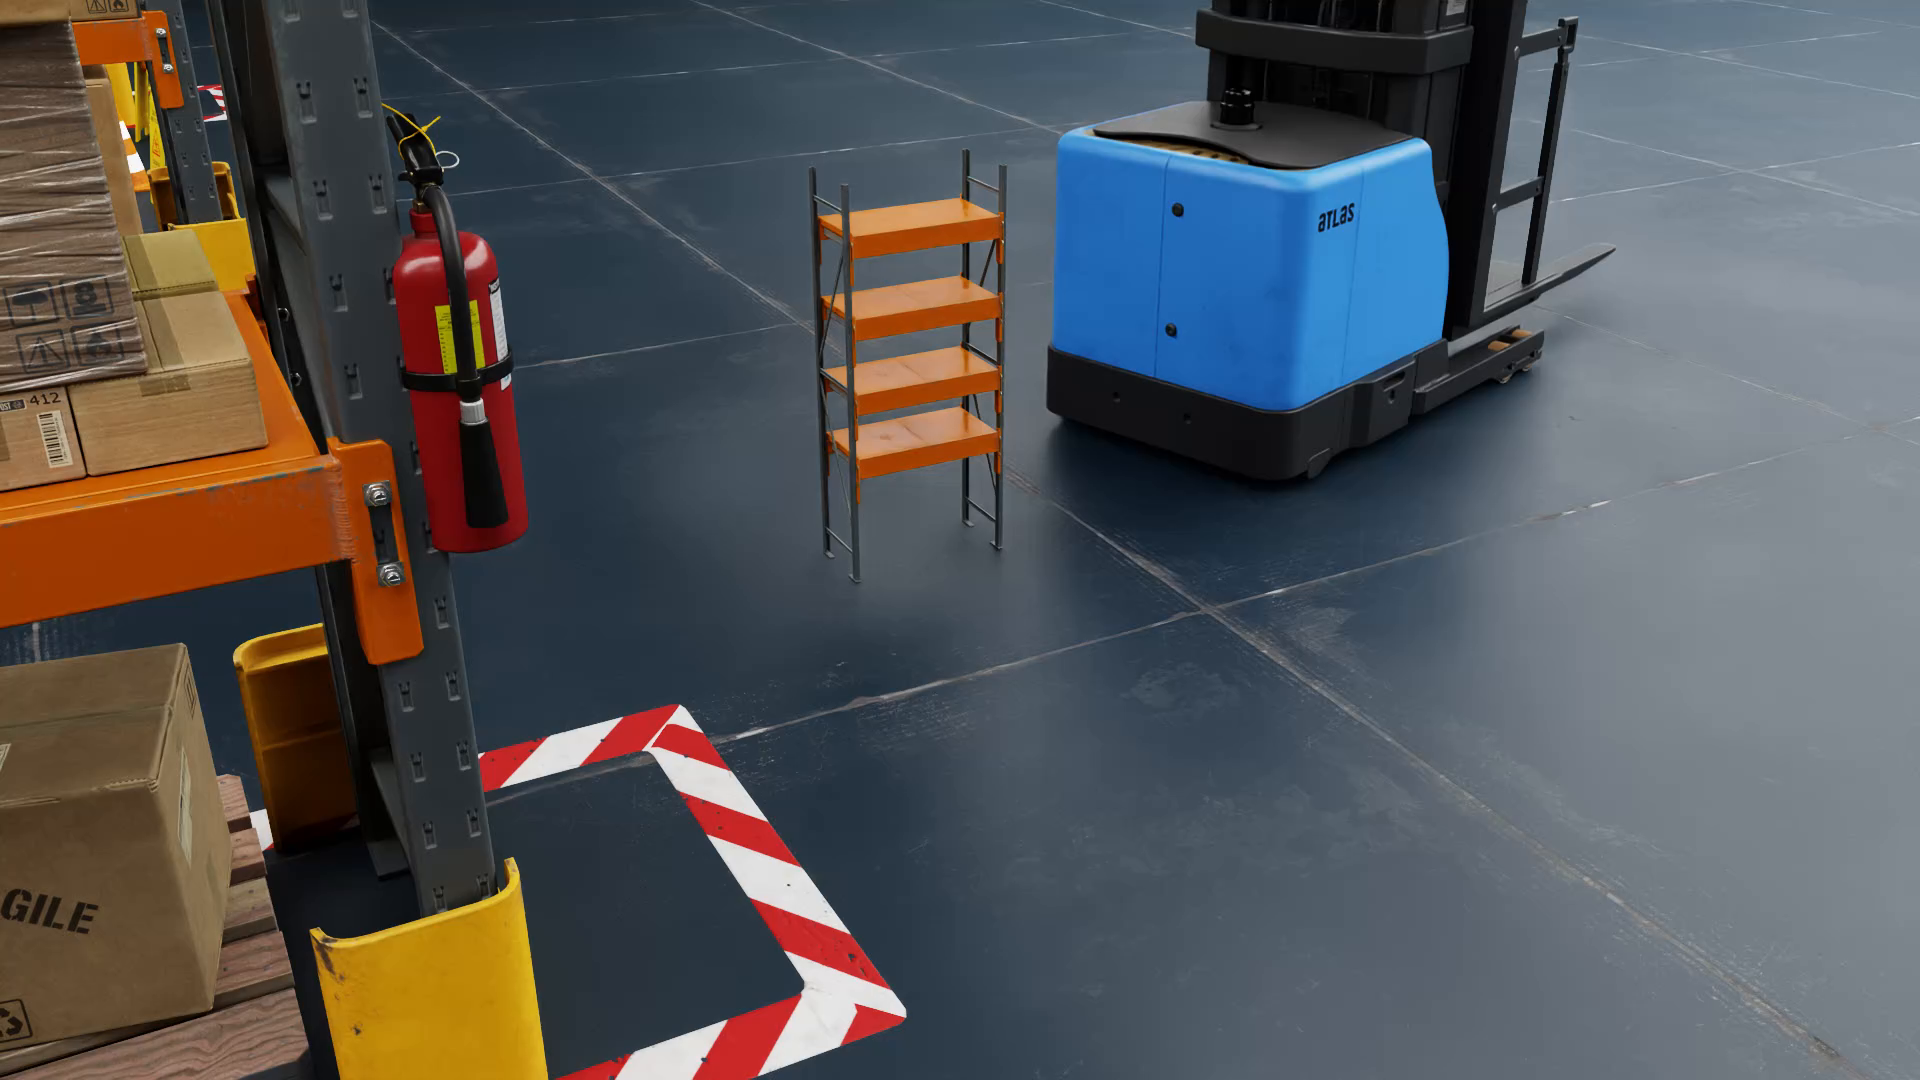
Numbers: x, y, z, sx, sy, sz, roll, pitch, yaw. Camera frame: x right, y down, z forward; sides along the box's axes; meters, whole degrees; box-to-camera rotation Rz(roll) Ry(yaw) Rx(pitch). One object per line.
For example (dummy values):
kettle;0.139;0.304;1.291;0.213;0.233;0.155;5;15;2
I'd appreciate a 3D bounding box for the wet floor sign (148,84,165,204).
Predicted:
wet floor sign;-4.249;-2.119;8.918;0.232;0.644;0.267;-19;31;-34

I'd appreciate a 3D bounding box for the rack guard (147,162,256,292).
rack guard;-3.322;-1.296;7.373;0.348;0.500;1.175;-13;29;-25

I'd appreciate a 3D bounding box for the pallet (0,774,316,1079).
pallet;-1.898;0.921;3.088;1.213;0.211;1.003;-13;29;-25

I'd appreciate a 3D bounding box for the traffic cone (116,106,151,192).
traffic cone;-4.711;-2.210;9.318;0.334;0.463;0.336;-13;29;-25

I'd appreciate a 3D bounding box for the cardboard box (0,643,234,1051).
cardboard box;-1.657;0.555;3.032;0.500;0.500;0.500;-8;27;-16

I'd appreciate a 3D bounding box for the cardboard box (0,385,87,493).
cardboard box;-1.473;-0.203;2.497;0.250;0.149;0.380;-13;29;-25

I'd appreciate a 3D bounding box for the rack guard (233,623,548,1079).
rack guard;-1.165;0.639;3.342;0.348;0.500;1.175;-13;29;-25

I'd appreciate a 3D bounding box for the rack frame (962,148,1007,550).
rack frame;0.069;-0.557;5.024;0.015;1.200;0.240;-13;29;-25

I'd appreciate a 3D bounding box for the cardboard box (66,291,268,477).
cardboard box;-1.252;-0.253;2.602;0.250;0.149;0.380;-13;29;-25

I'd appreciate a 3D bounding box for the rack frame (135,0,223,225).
rack frame;-3.343;-2.418;6.821;0.127;3.000;1.000;-13;29;-25

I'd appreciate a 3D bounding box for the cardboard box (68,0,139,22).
cardboard box;-3.649;-2.393;6.595;0.550;0.550;0.875;-13;29;-25

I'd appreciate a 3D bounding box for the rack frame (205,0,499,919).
rack frame;-1.098;-0.504;2.833;0.127;3.000;1.000;-13;29;-25

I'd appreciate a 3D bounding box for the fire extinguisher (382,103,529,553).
fire extinguisher;-0.780;-0.316;2.532;0.183;0.674;0.296;-13;29;-25

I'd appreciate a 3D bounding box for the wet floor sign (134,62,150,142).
wet floor sign;-5.090;-2.857;10.455;0.232;0.644;0.267;-4;26;-7

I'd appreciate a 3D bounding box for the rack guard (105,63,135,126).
rack guard;-5.828;-3.146;11.225;0.348;0.500;1.175;-13;29;-25

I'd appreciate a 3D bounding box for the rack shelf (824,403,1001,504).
rack shelf;-0.146;-0.268;5.035;0.480;0.148;0.258;-13;29;-25

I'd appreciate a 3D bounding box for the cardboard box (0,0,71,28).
cardboard box;-1.467;-0.927;2.101;0.500;0.500;0.500;-13;29;-25

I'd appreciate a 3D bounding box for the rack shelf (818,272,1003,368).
rack shelf;-0.146;-0.648;4.852;0.480;0.148;0.258;-13;29;-25

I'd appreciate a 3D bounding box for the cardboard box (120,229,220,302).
cardboard box;-1.462;-0.423;2.956;0.250;0.149;0.380;-13;29;-25

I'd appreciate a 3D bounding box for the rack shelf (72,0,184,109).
rack shelf;-5.107;-1.687;6.129;4.000;0.370;1.077;-13;29;-25

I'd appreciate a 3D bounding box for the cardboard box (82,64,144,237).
cardboard box;-3.910;-1.486;6.850;0.875;0.875;0.875;-13;28;-25

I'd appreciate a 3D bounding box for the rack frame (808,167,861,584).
rack frame;-0.361;-0.457;4.817;0.015;1.200;0.240;-13;29;-25

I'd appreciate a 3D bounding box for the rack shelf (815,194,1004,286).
rack shelf;-0.146;-0.861;4.750;0.480;0.148;0.258;-13;29;-25

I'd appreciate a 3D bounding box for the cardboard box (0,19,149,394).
cardboard box;-1.596;-0.581;2.536;0.500;0.500;0.875;-13;29;-25

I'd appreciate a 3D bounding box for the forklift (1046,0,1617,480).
forklift;1.688;-2.068;6.171;1.130;2.935;3.031;22;33;38

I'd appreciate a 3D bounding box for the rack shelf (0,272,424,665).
rack shelf;-2.863;0.228;2.140;4.000;0.370;1.077;-13;29;-25

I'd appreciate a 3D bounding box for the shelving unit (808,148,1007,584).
shelving unit;-0.146;-0.507;4.920;0.503;1.200;0.258;-13;29;-25

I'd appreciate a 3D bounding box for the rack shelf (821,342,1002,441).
rack shelf;-0.146;-0.447;4.949;0.480;0.148;0.258;-13;29;-25
